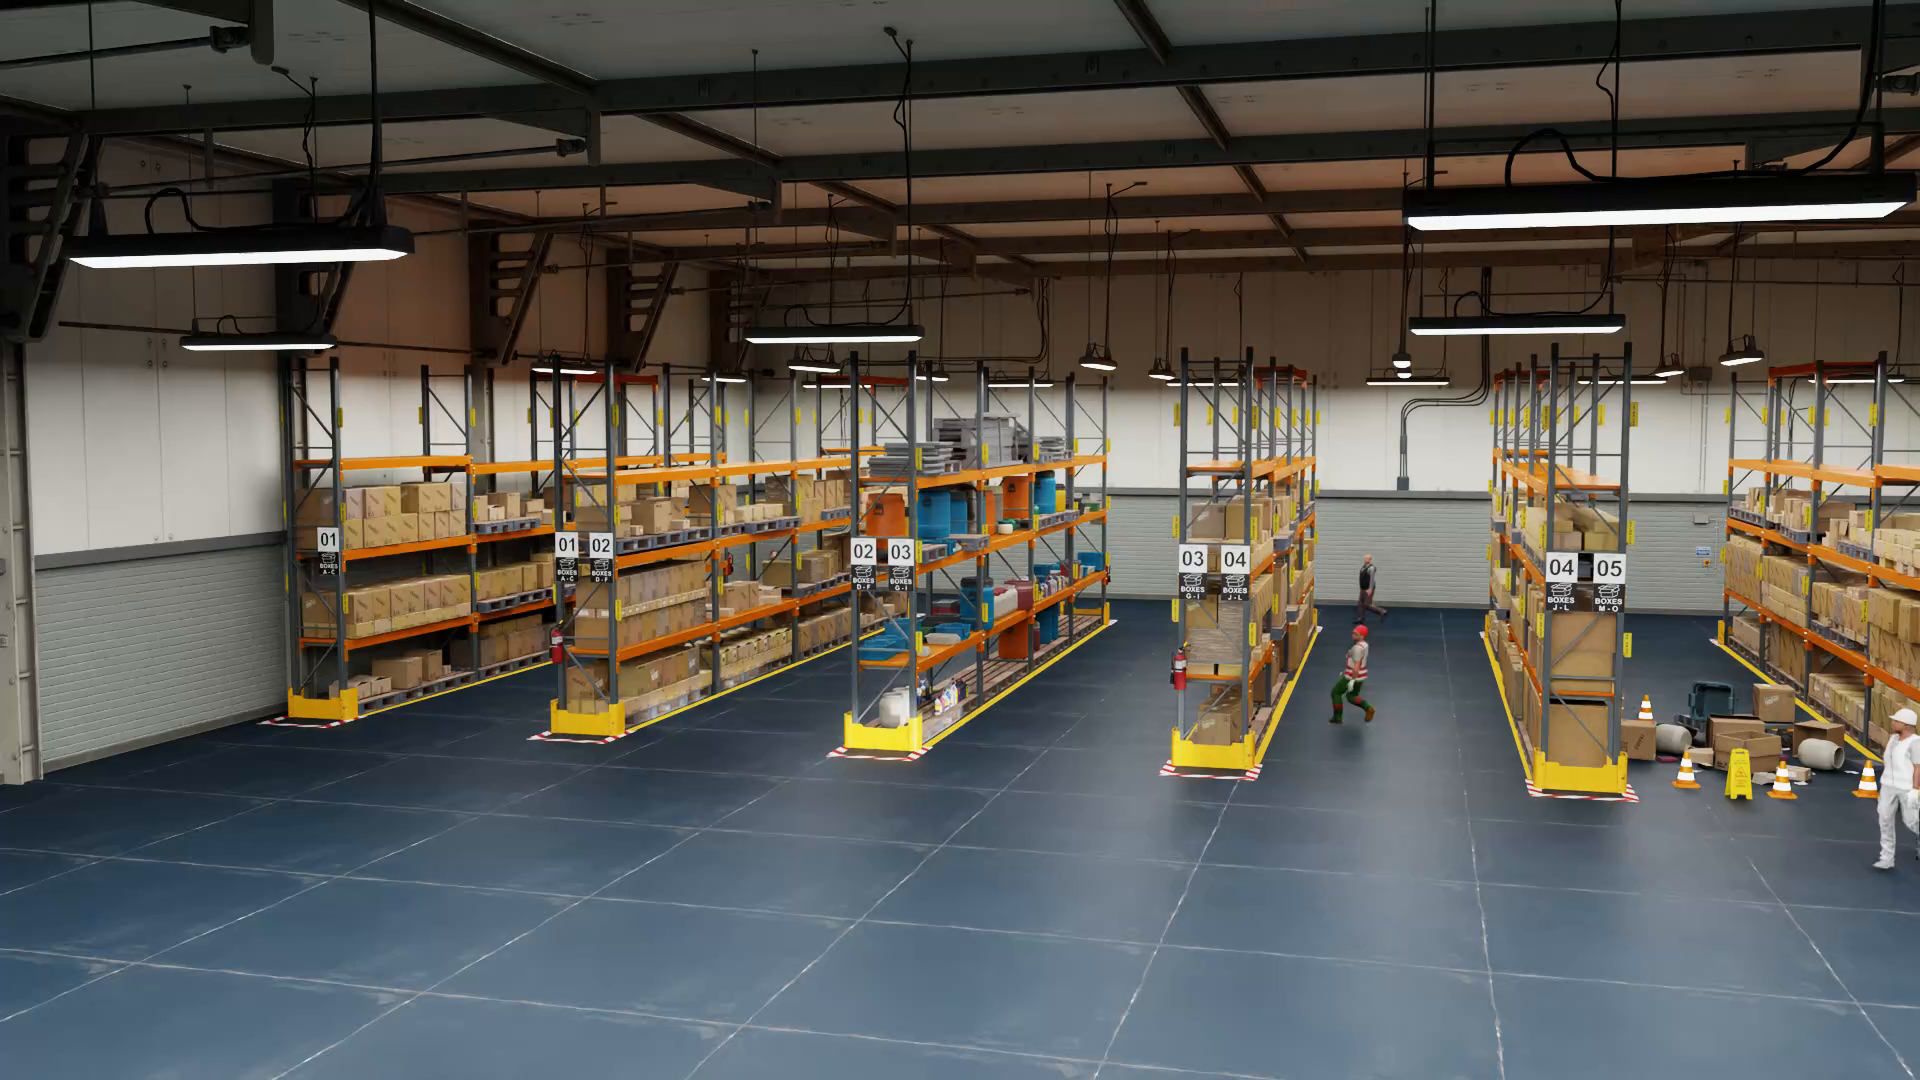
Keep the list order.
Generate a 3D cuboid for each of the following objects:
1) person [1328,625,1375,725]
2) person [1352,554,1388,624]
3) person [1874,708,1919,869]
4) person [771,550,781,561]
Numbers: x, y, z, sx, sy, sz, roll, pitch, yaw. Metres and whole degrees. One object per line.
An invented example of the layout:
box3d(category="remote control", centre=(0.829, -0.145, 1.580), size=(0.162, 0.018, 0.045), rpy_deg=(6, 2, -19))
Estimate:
box3d(category="person", centre=(6.326, 2.196, 27.012), size=(0.861, 1.666, 0.568), rpy_deg=(4, 6, 42))
box3d(category="person", centre=(9.907, 1.197, 40.193), size=(0.807, 1.701, 0.569), rpy_deg=(0, 4, -1))
box3d(category="person", centre=(10.481, 2.749, 18.429), size=(0.751, 1.771, 0.493), rpy_deg=(-3, 5, -34))
box3d(category="person", centre=(-4.627, 1.092, 41.967), size=(0.396, 1.699, 0.485), rpy_deg=(3, 5, 36))
